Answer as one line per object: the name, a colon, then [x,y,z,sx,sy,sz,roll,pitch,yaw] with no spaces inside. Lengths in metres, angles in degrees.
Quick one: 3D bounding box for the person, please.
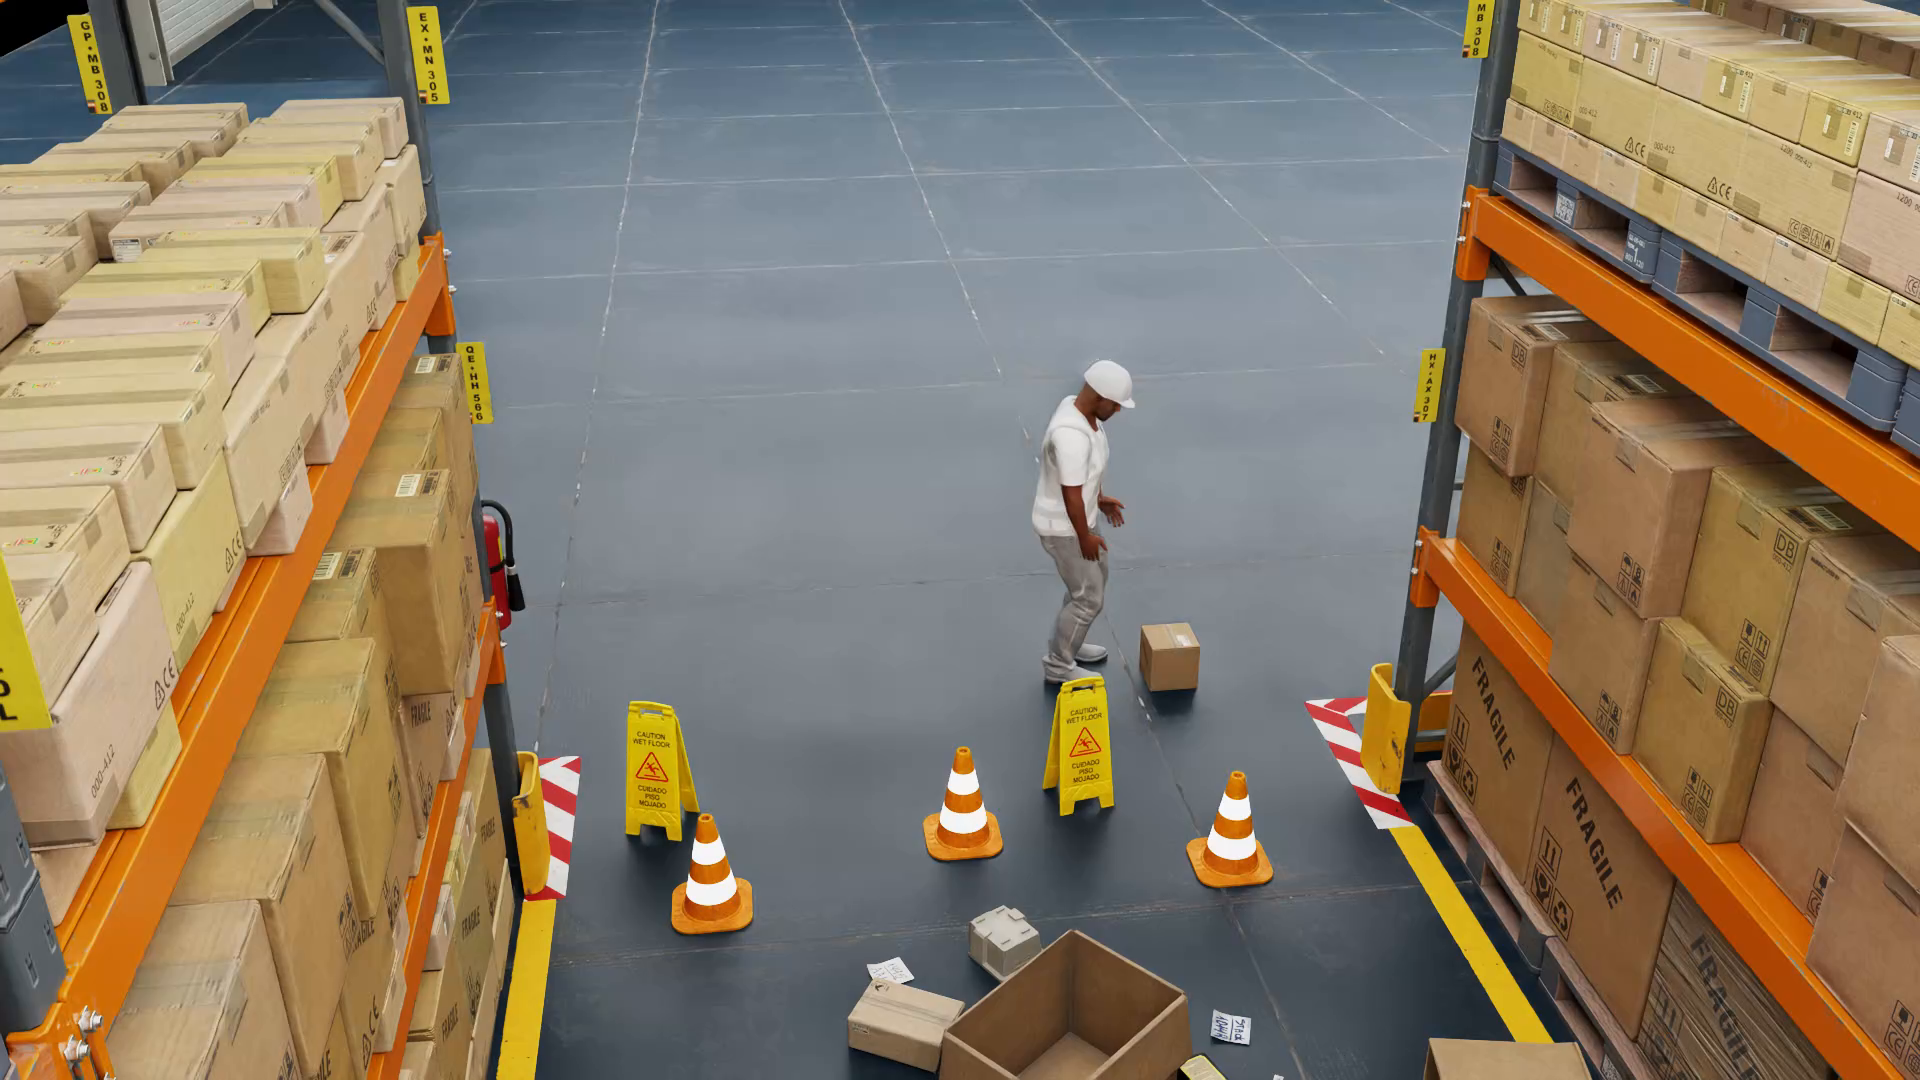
person: [0.611,-0.100,8.357,0.472,1.707,0.595,6,28,11]
